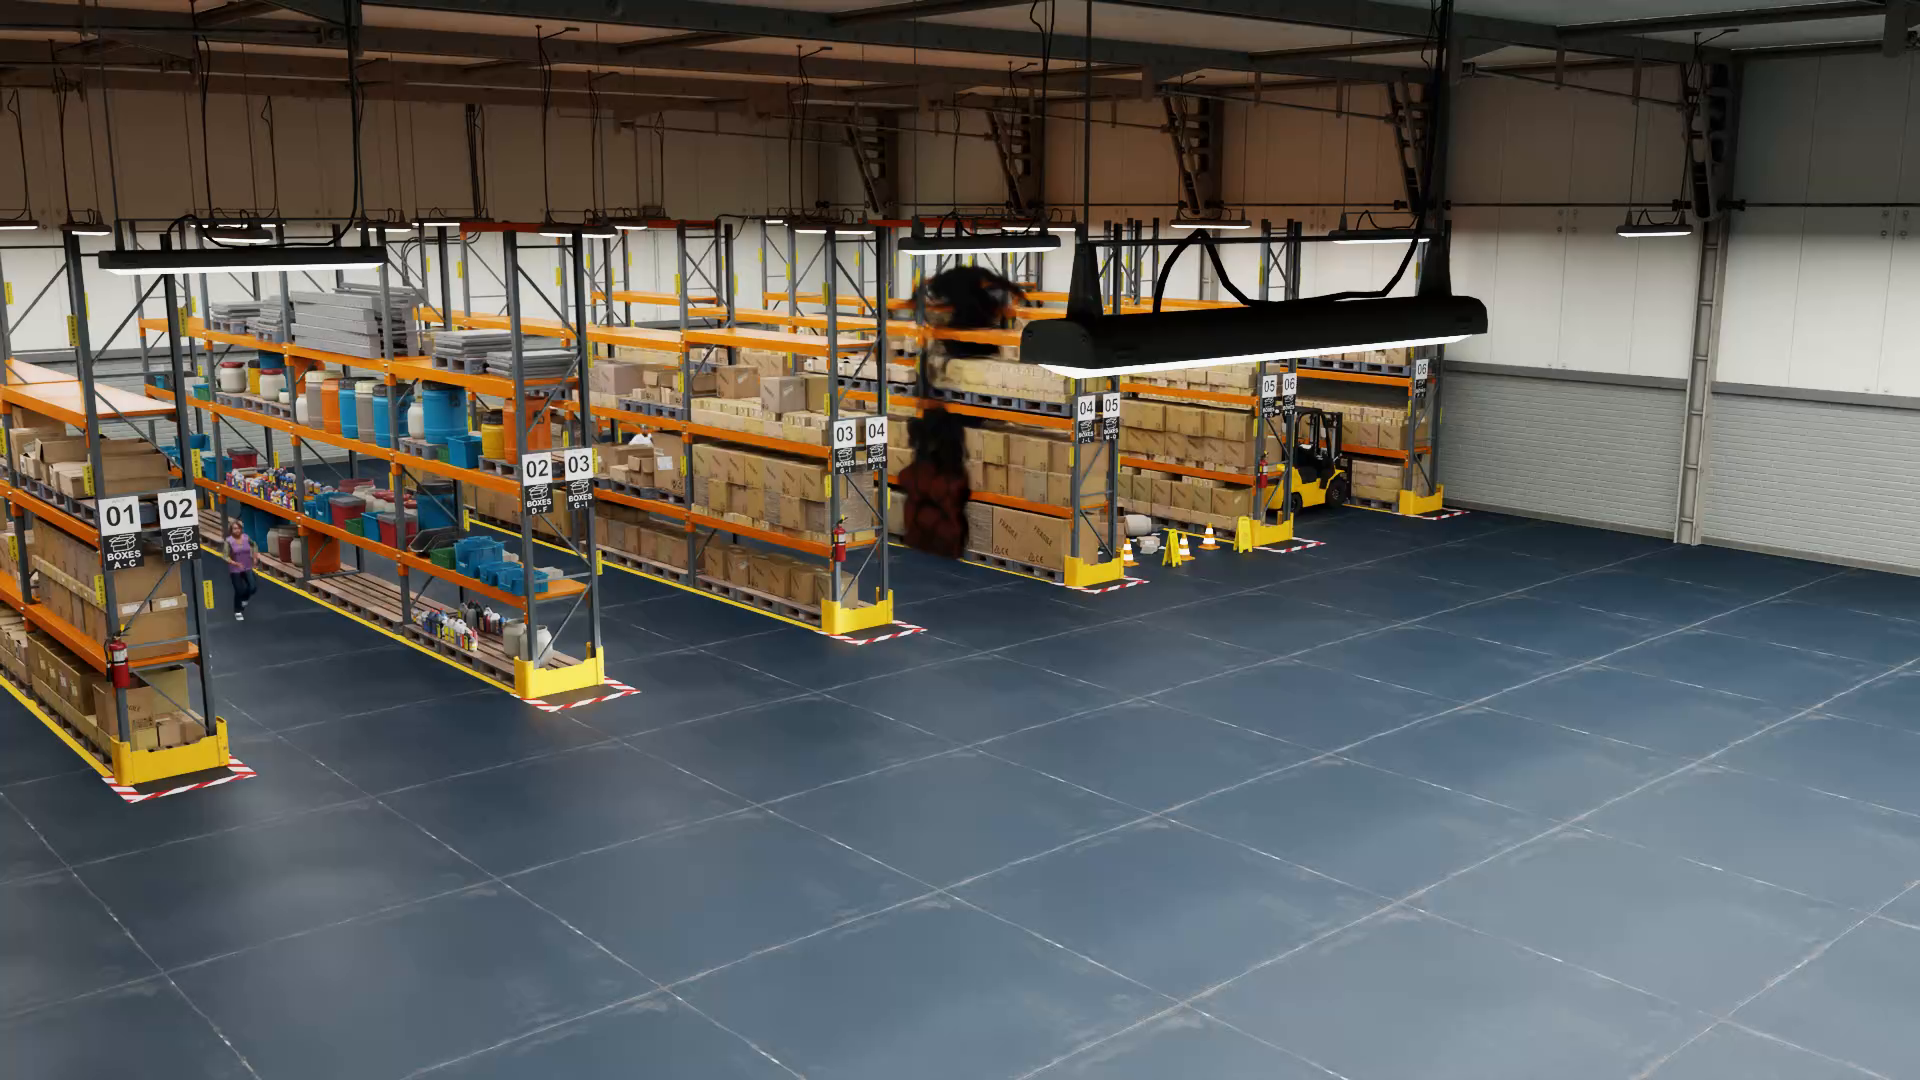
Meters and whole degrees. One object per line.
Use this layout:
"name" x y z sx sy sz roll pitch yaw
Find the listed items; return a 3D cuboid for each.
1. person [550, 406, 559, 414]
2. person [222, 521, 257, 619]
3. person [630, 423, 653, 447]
"person" -9.461 -2.289 38.660 0.765 1.760 0.901 -2 12 -10
"person" -11.040 0.475 25.597 0.566 1.555 0.643 -9 15 -38
"person" -6.751 -1.650 35.578 0.687 1.803 0.863 -9 15 -38
